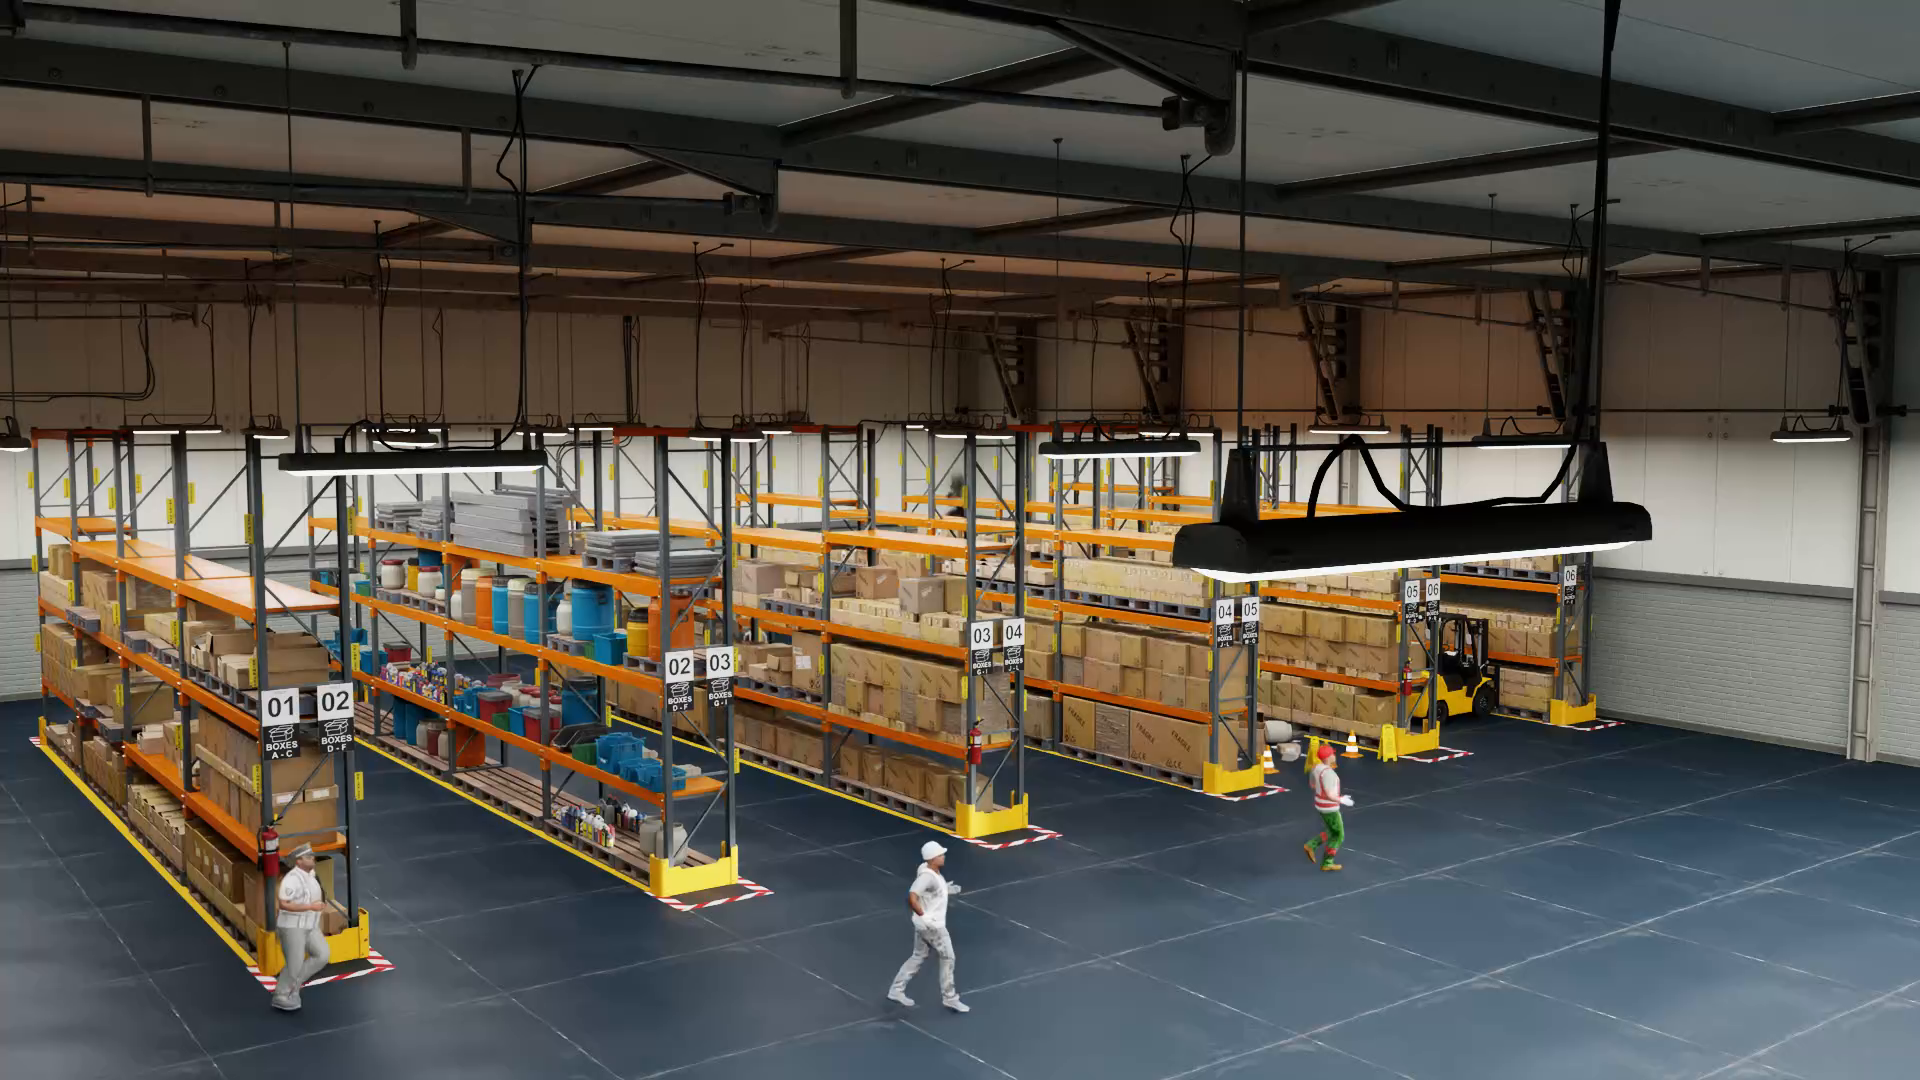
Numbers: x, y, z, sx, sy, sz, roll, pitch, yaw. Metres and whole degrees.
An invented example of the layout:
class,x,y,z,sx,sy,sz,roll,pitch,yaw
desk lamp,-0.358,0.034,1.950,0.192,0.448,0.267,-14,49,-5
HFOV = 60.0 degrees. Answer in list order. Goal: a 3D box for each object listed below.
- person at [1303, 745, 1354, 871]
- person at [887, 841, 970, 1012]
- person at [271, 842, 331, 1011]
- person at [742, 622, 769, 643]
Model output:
class,x,y,z,sx,sy,sz,roll,pitch,yaw
person,5.036,3.672,22.784,0.615,1.738,0.639,0,4,-5
person,-0.343,4.064,17.487,0.877,1.827,0.655,-1,5,-14
person,-6.929,4.082,17.640,0.645,1.765,0.663,1,5,10
person,-4.513,2.599,36.915,0.552,1.693,0.894,-2,5,-28
